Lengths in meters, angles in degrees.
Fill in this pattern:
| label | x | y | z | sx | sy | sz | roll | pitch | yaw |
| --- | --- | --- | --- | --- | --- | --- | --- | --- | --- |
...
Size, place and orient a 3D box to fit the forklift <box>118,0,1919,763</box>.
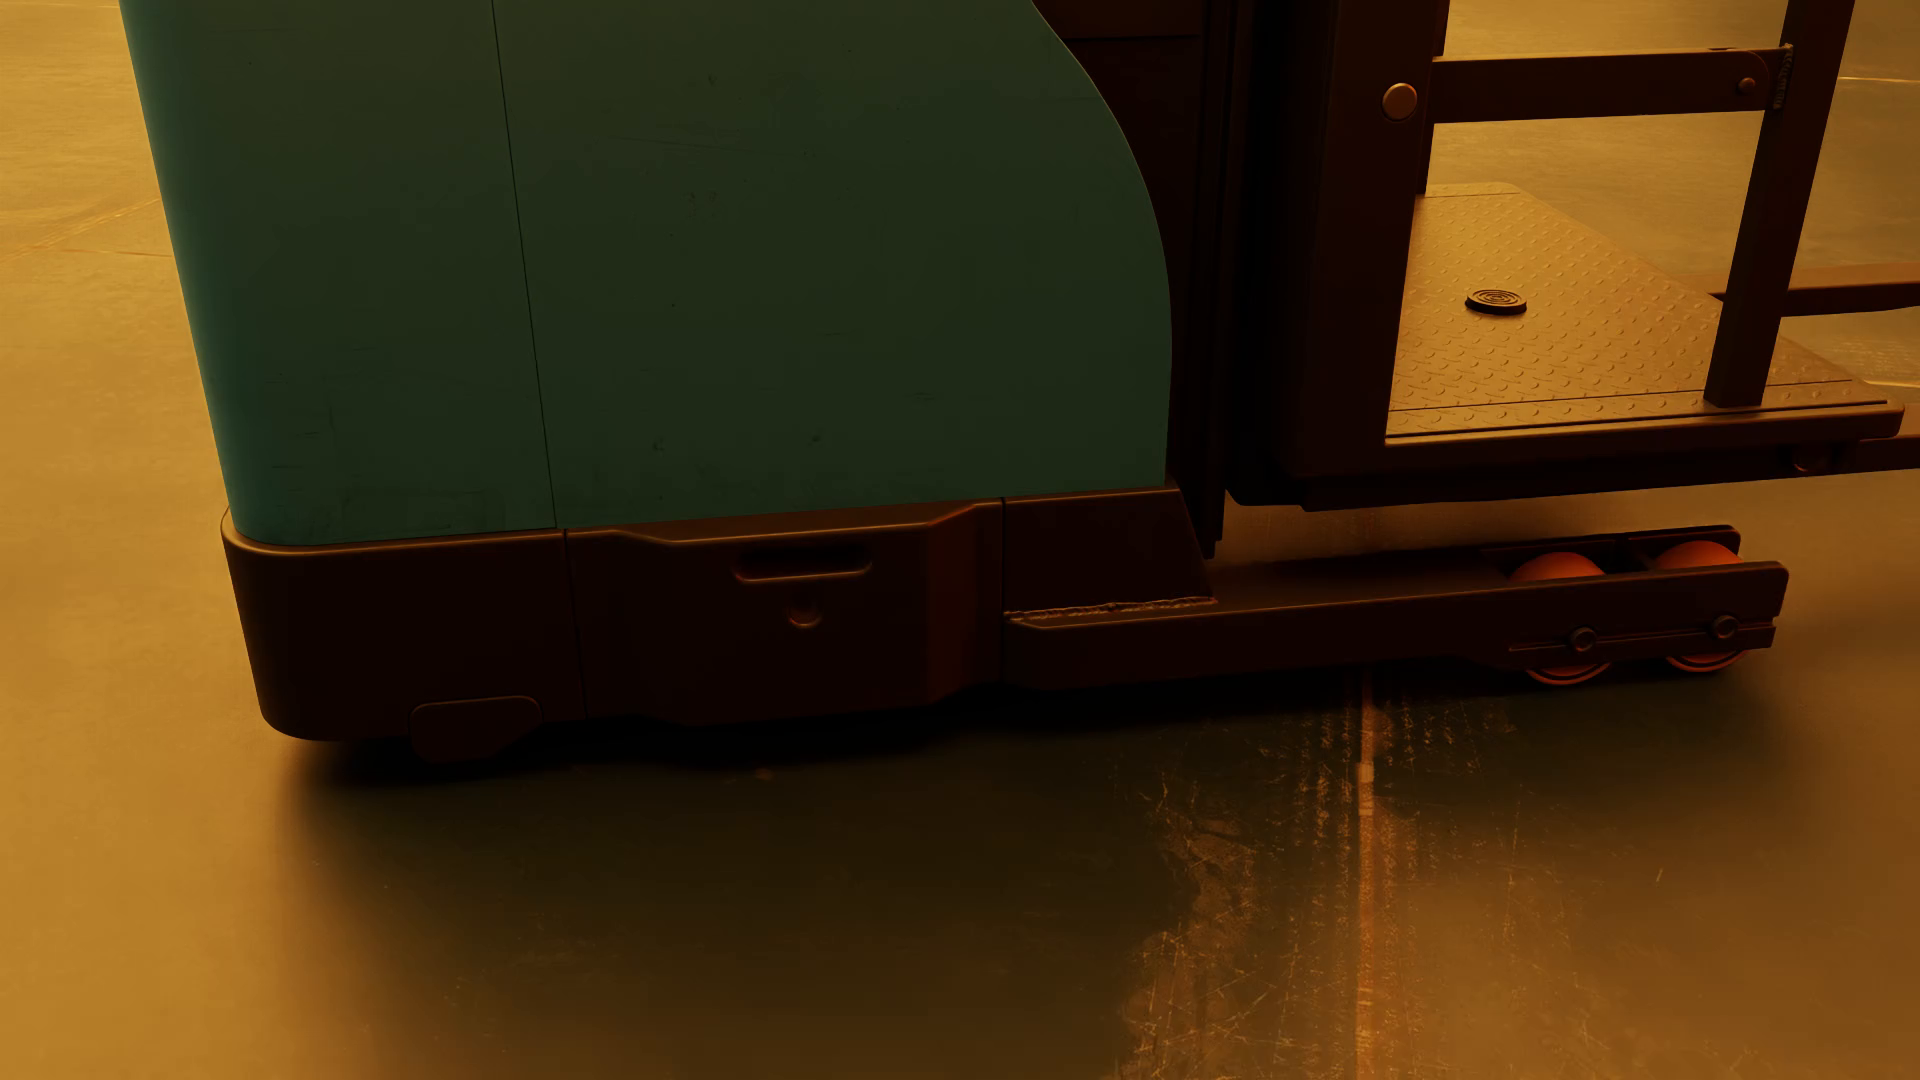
| label | x | y | z | sx | sy | sz | roll | pitch | yaw |
| --- | --- | --- | --- | --- | --- | --- | --- | --- | --- |
| forklift | 0.600 | -1.354 | 1.930 | 3.031 | 2.935 | 1.130 | -4 | 27 | -9 |
